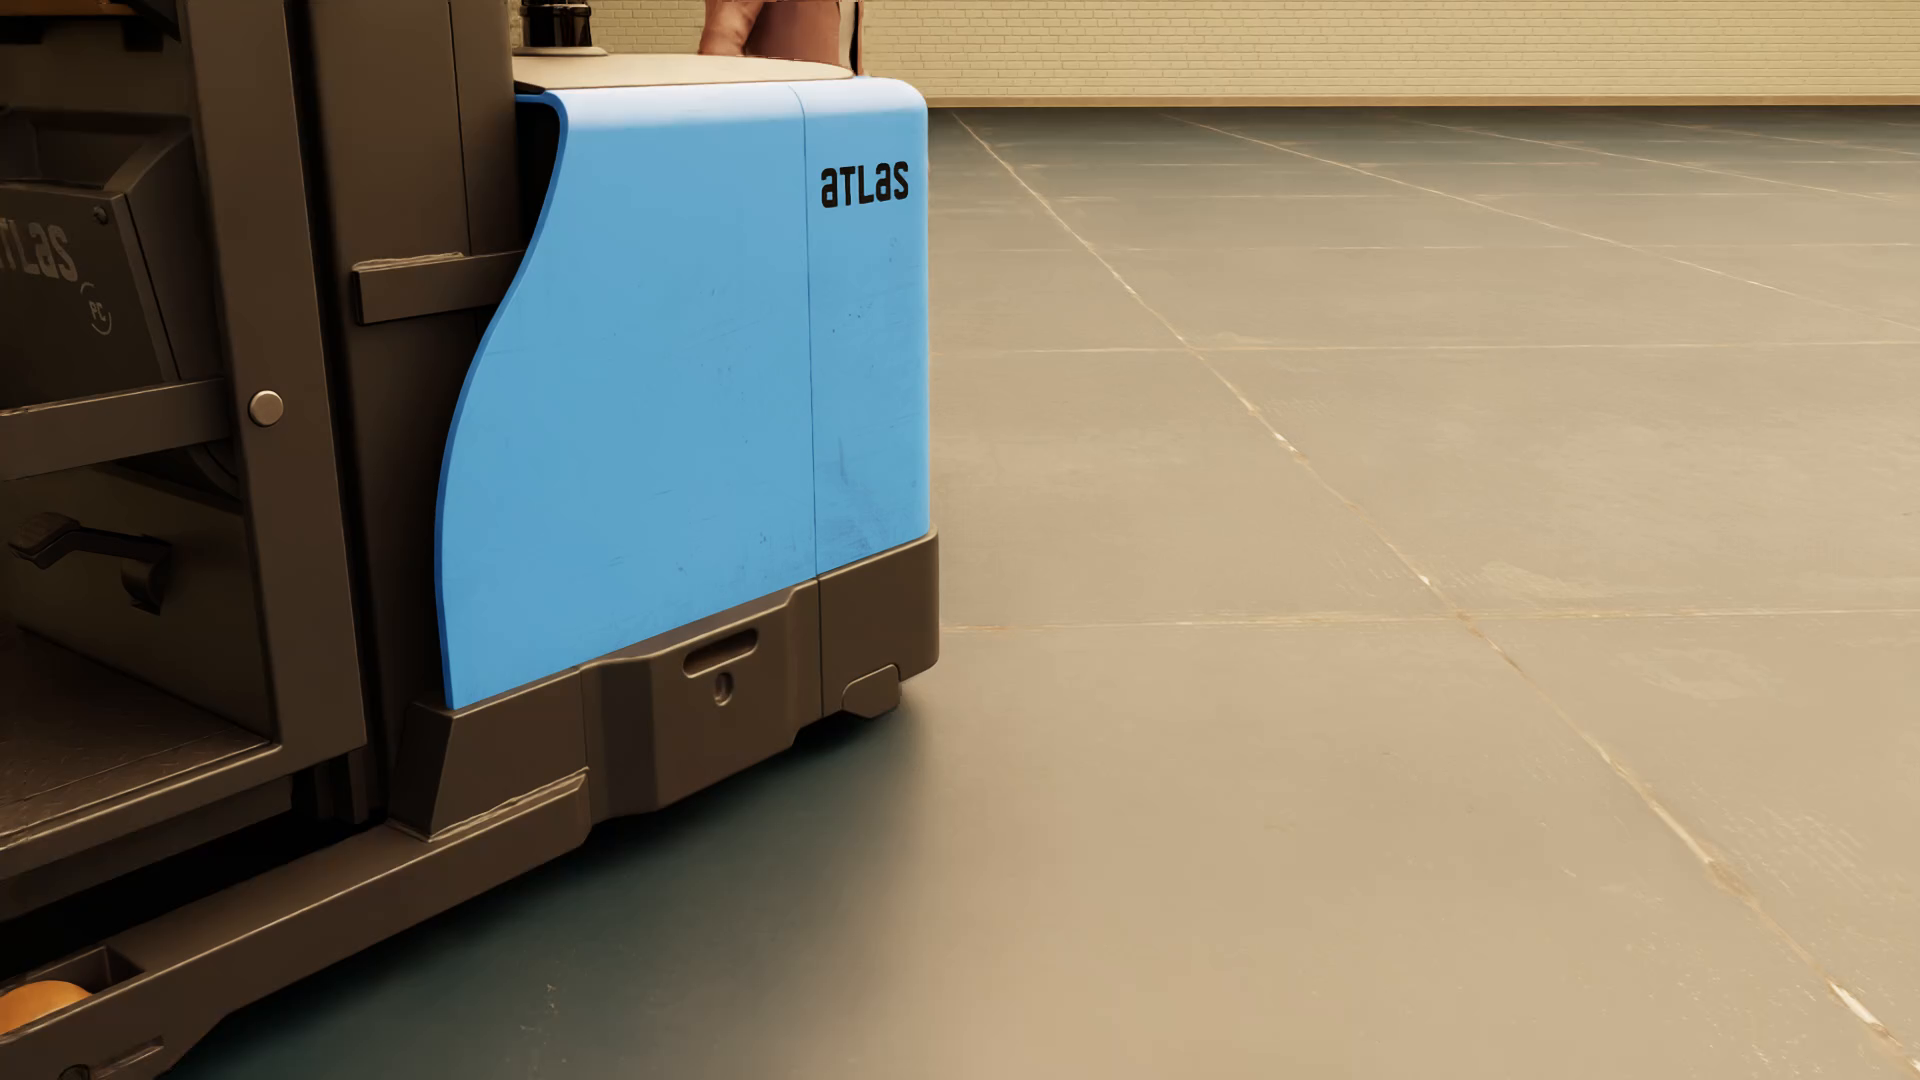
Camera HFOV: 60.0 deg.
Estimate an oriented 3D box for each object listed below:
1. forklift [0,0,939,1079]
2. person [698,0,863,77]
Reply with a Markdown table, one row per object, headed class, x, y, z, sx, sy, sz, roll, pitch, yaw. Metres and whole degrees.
| class | x | y | z | sx | sy | sz | roll | pitch | yaw |
| --- | --- | --- | --- | --- | --- | --- | --- | --- | --- |
| forklift | -1.332 | -0.869 | 1.750 | 1.130 | 2.935 | 3.031 | 13 | 21 | 36 |
| person | -0.422 | -1.013 | 4.375 | 0.577 | 1.687 | 0.939 | 7 | 18 | 21 |
